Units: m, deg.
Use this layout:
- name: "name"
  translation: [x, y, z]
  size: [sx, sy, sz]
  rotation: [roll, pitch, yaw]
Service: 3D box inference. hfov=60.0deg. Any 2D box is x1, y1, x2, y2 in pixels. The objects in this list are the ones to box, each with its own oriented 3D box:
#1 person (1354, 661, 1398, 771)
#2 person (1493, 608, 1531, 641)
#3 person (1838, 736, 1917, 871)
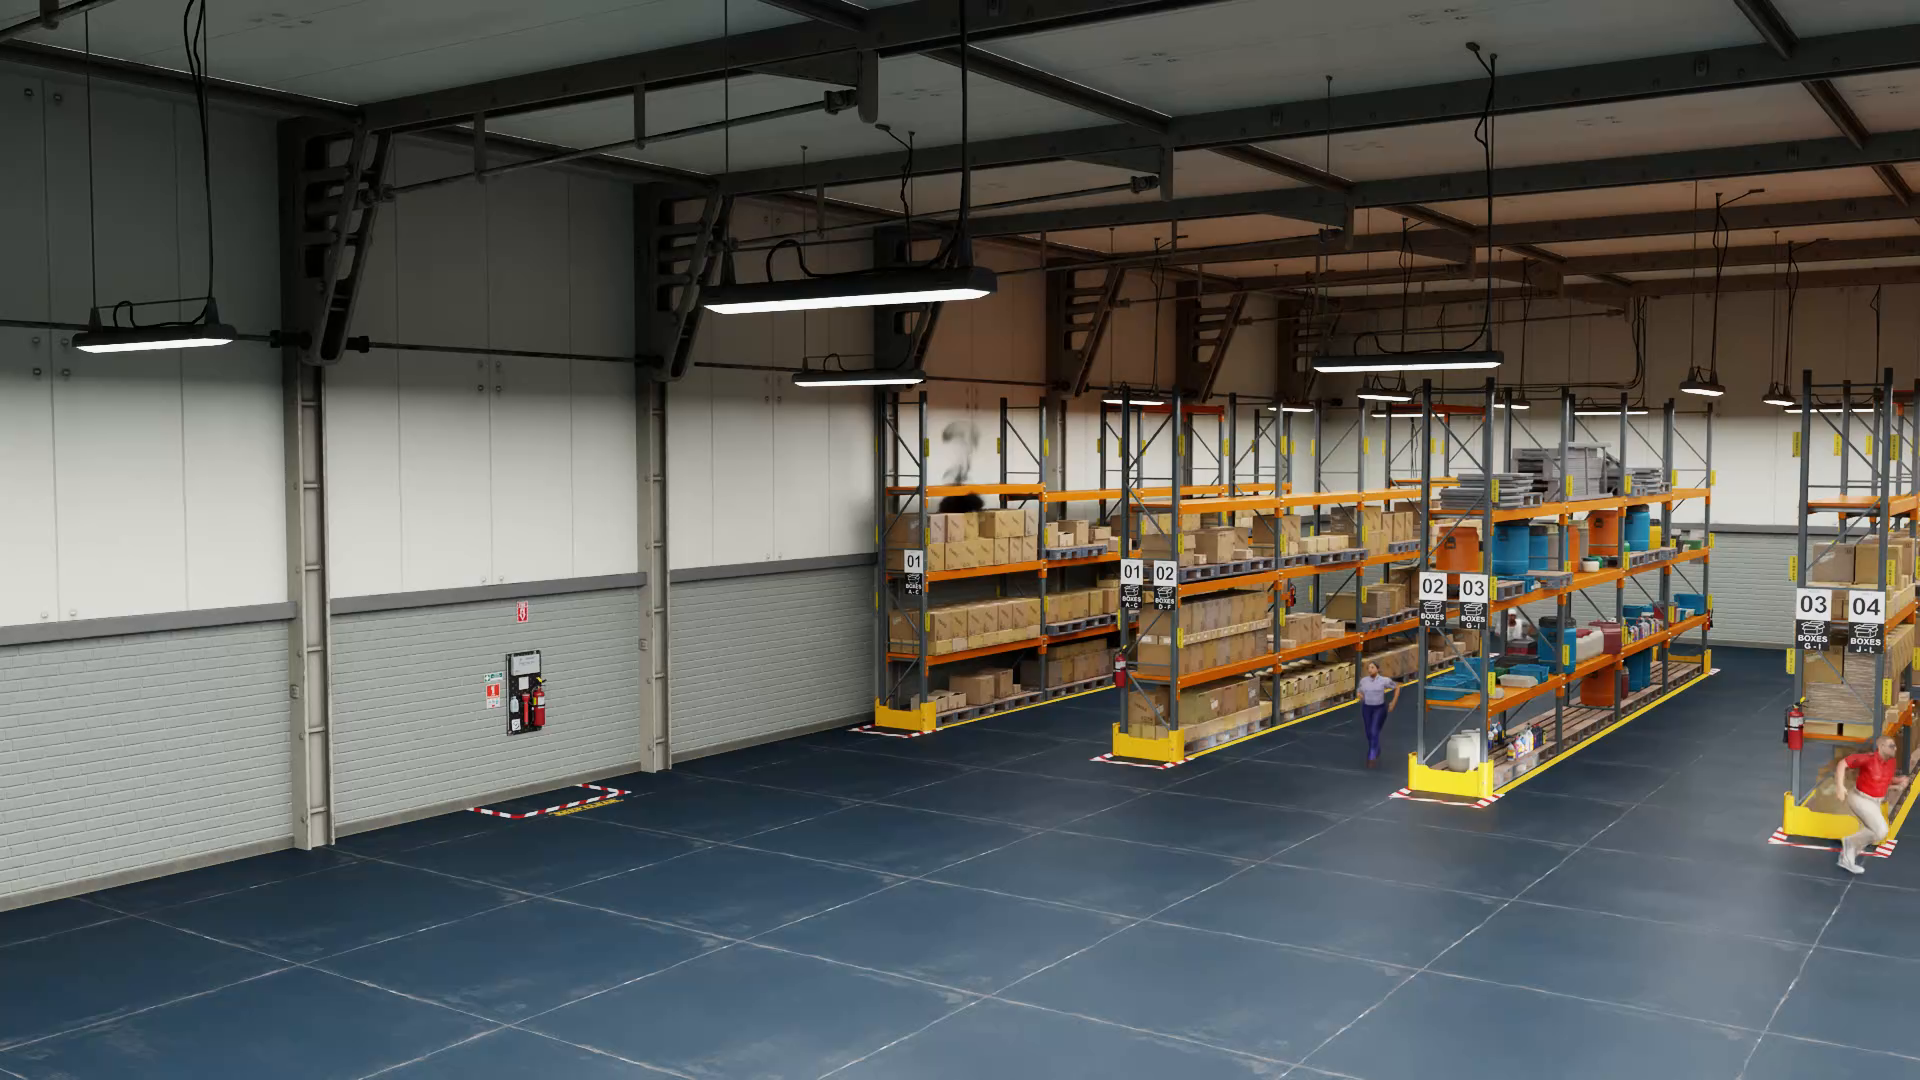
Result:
- name: "person"
  translation: [6.481, 2.744, 26.114]
  size: [0.609, 1.670, 0.894]
  rotation: [3, 4, 40]
- name: "person"
  translation: [11.248, 2.256, 33.881]
  size: [0.673, 1.787, 0.975]
  rotation: [2, 4, 32]
- name: "person"
  translation: [10.686, 3.086, 19.395]
  size: [0.645, 1.645, 0.862]
  rotation: [-2, 4, -33]
